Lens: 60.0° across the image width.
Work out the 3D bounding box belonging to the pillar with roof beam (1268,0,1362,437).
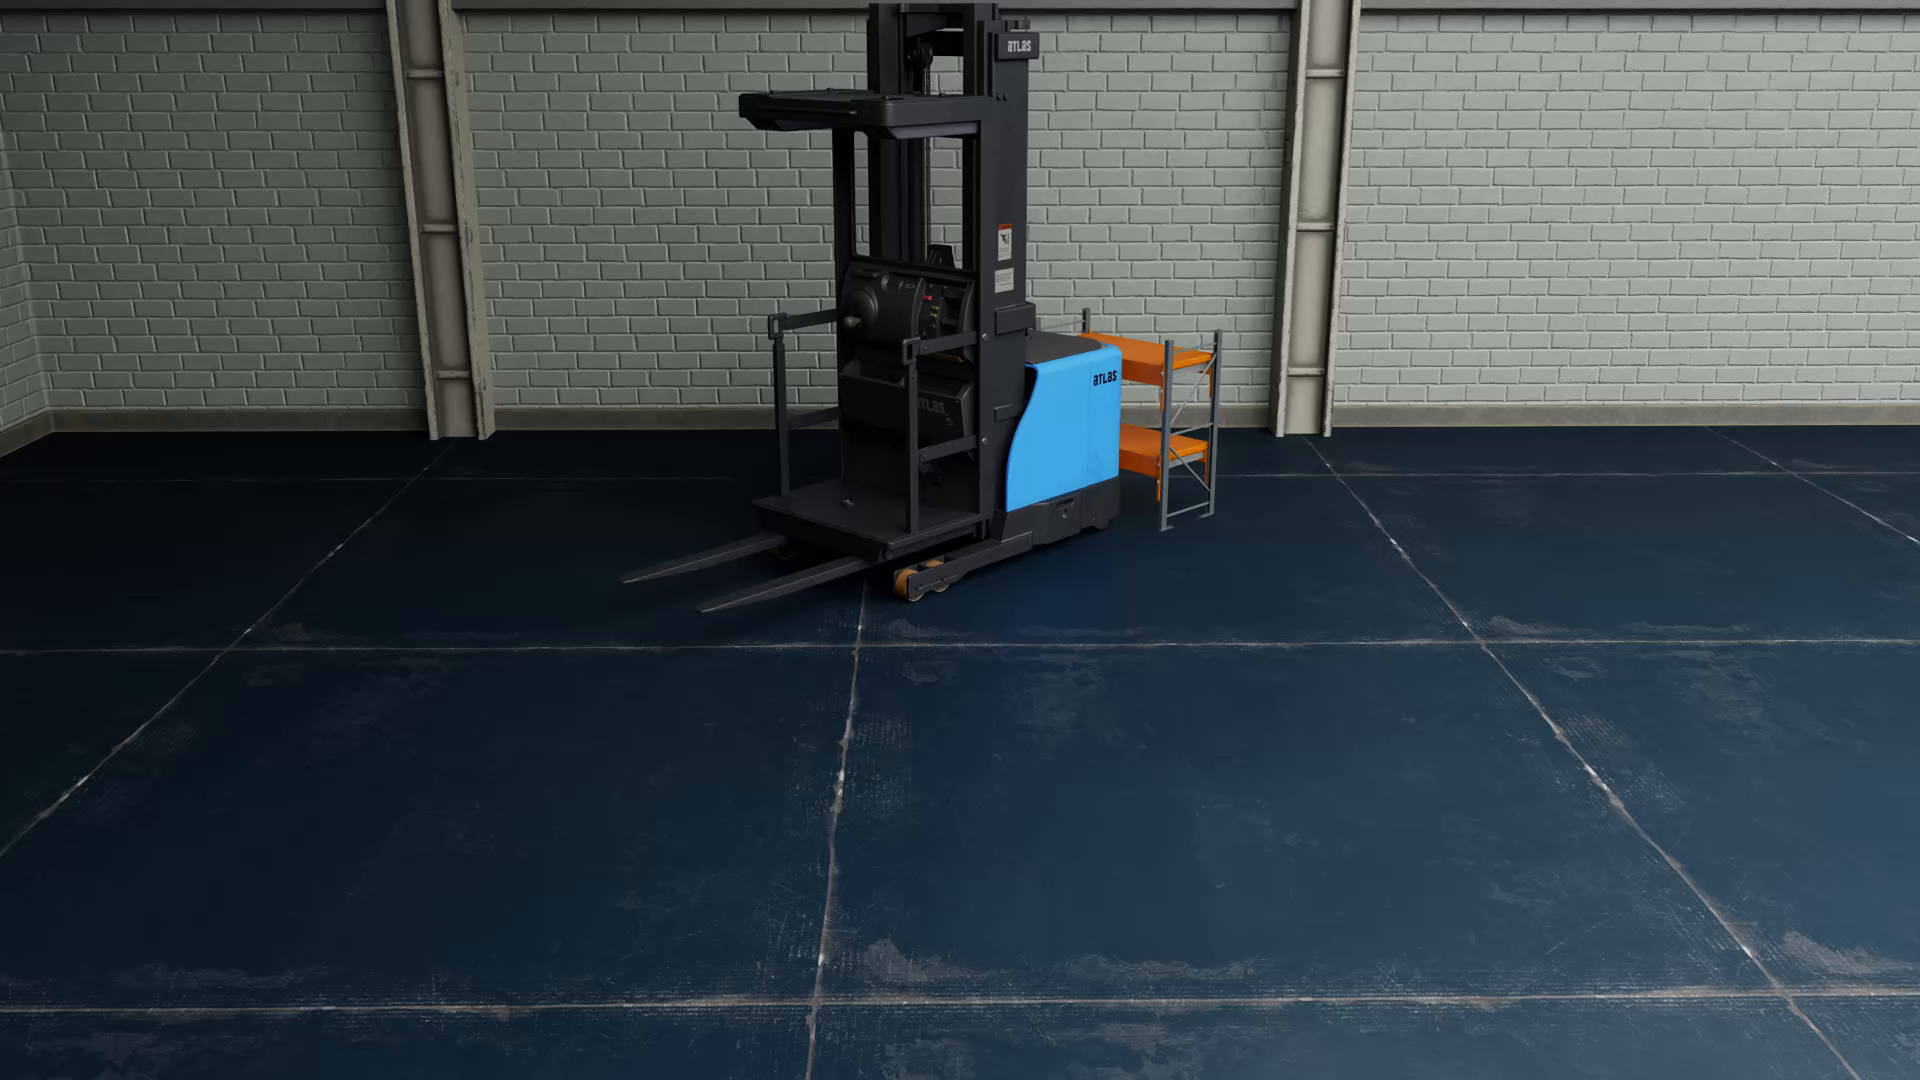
[{"bbox_3d":[2.511,-3.755,6.520,0.400,9.000,9.100,0,18,-1],"label":"pillar with roof beam"}]

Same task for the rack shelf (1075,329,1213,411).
[{"bbox_3d":[0.985,-1.031,9.959,0.538,0.278,1.000,-17,24,-42],"label":"rack shelf"}]

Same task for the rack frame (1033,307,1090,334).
[{"bbox_3d":[0.627,-0.862,10.392,0.500,1.125,0.032,-17,24,-42],"label":"rack frame"}]

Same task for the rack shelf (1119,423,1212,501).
[{"bbox_3d":[0.985,-0.519,10.123,0.538,0.278,1.000,-17,24,-42],"label":"rack shelf"}]

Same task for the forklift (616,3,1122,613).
[{"bbox_3d":[-0.427,-1.255,8.661,1.130,2.935,3.031,16,24,40],"label":"forklift"}]

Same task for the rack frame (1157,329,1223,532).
[{"bbox_3d":[1.343,-0.642,9.705,0.500,1.125,0.032,-17,24,-42],"label":"rack frame"}]

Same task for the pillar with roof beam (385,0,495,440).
[{"bbox_3d":[-3.488,-3.726,6.429,0.400,9.000,9.100,0,18,-1],"label":"pillar with roof beam"}]

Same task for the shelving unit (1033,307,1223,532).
[{"bbox_3d":[0.985,-0.752,10.048,0.538,1.125,1.048,-17,24,-42],"label":"shelving unit"}]
